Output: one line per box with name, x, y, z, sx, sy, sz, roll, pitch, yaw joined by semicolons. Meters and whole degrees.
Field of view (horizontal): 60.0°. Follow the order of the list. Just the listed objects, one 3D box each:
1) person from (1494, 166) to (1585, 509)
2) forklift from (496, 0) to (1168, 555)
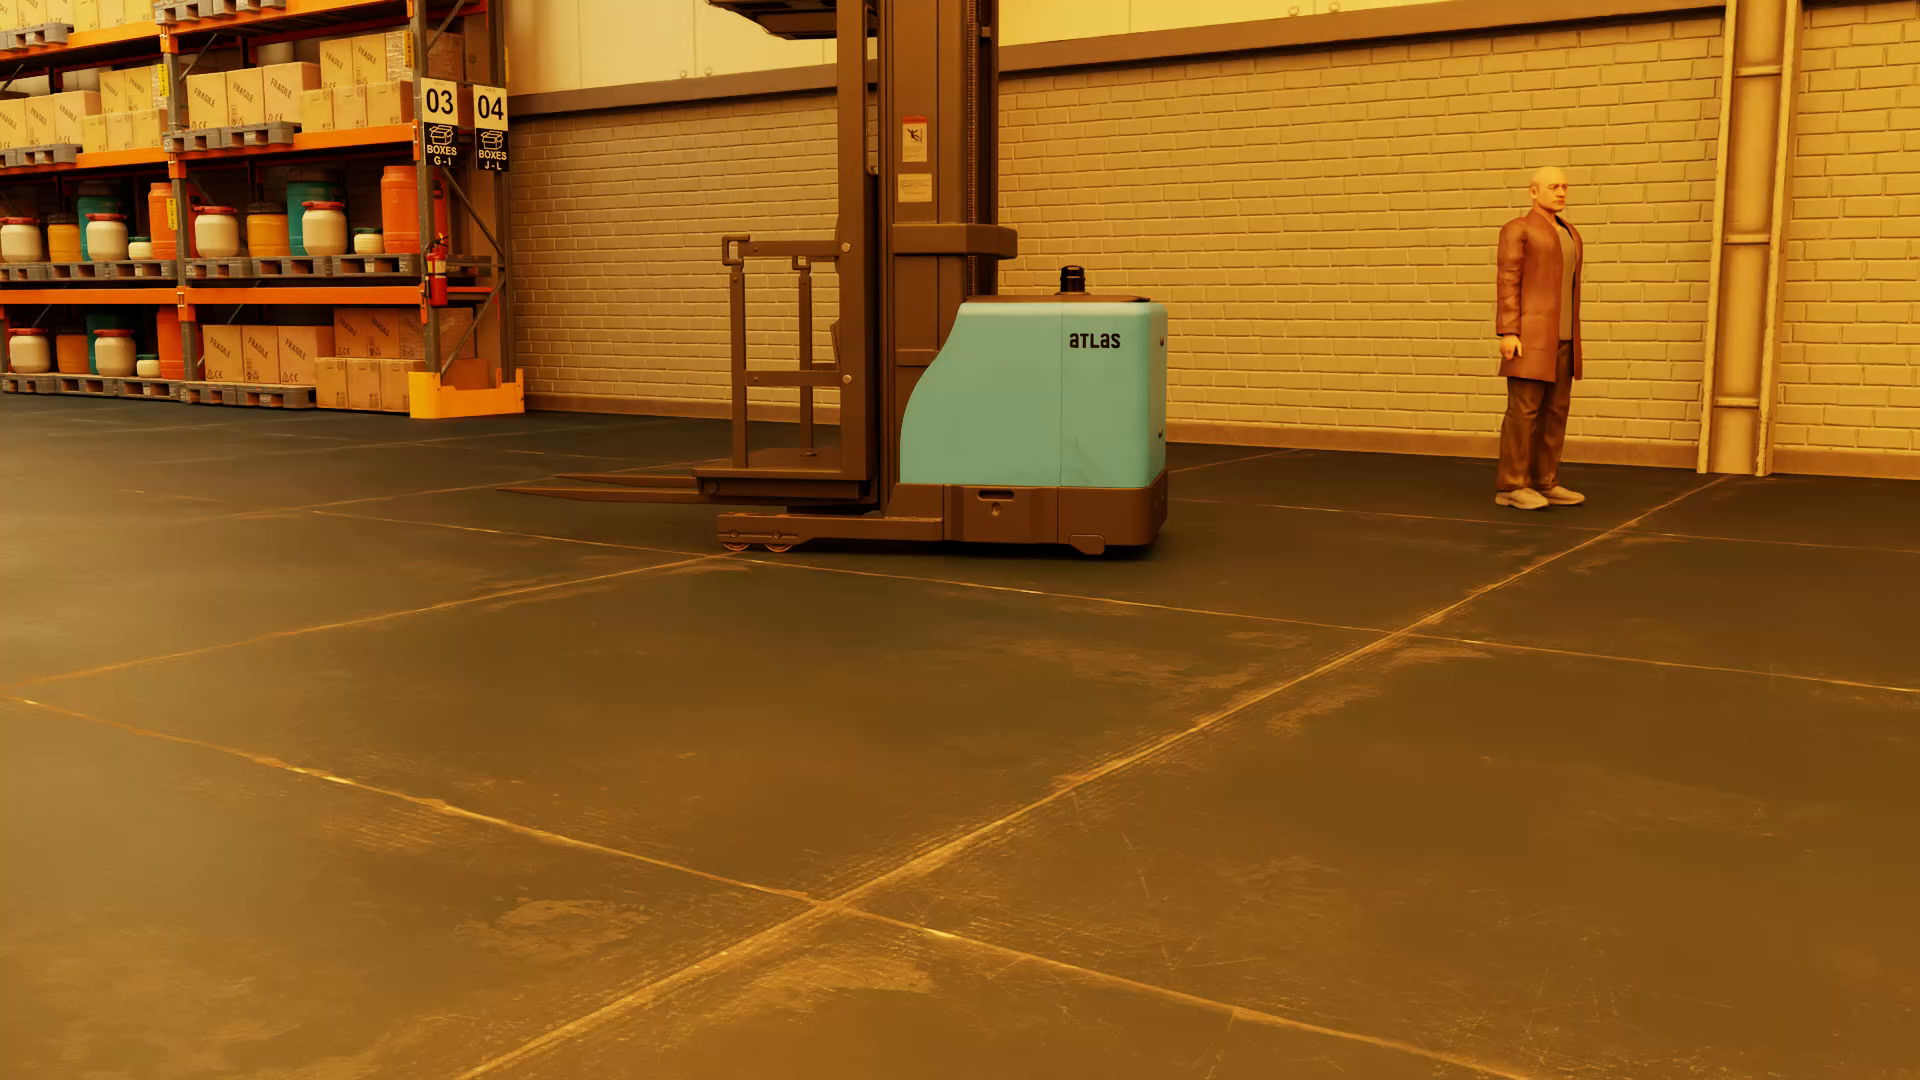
person;3.105;-1.068;8.788;0.598;1.783;0.397;-5;10;-33
forklift;-0.596;-1.469;7.520;3.031;2.935;1.130;2;8;12
